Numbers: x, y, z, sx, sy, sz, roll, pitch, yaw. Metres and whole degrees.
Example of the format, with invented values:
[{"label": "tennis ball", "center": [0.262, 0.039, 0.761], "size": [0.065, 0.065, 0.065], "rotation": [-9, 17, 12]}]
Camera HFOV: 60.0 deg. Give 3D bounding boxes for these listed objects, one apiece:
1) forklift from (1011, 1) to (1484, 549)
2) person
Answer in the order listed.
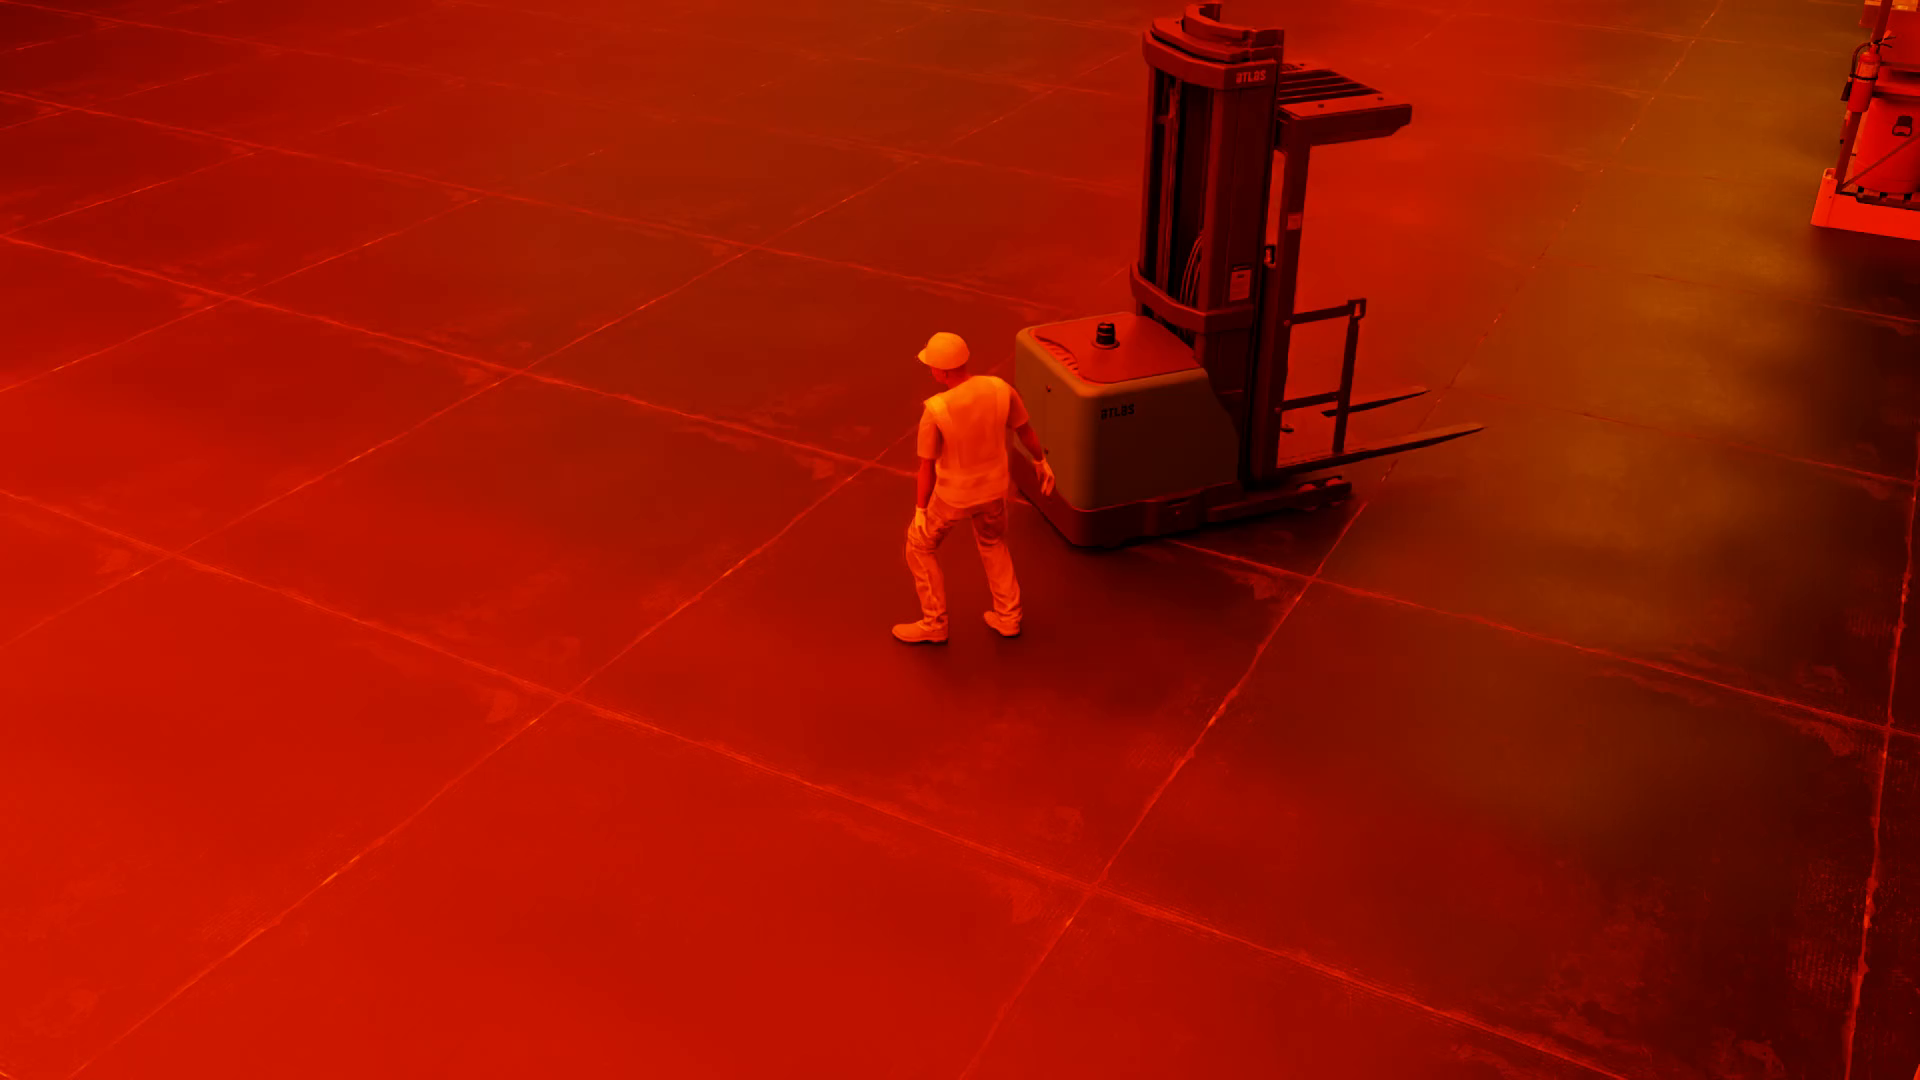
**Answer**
[{"label": "forklift", "center": [1.890, -1.680, 9.982], "size": [3.031, 2.935, 1.130], "rotation": [-12, 32, -19]}, {"label": "person", "center": [0.068, -0.270, 8.786], "size": [0.905, 1.749, 0.473], "rotation": [-14, 33, -23]}]
